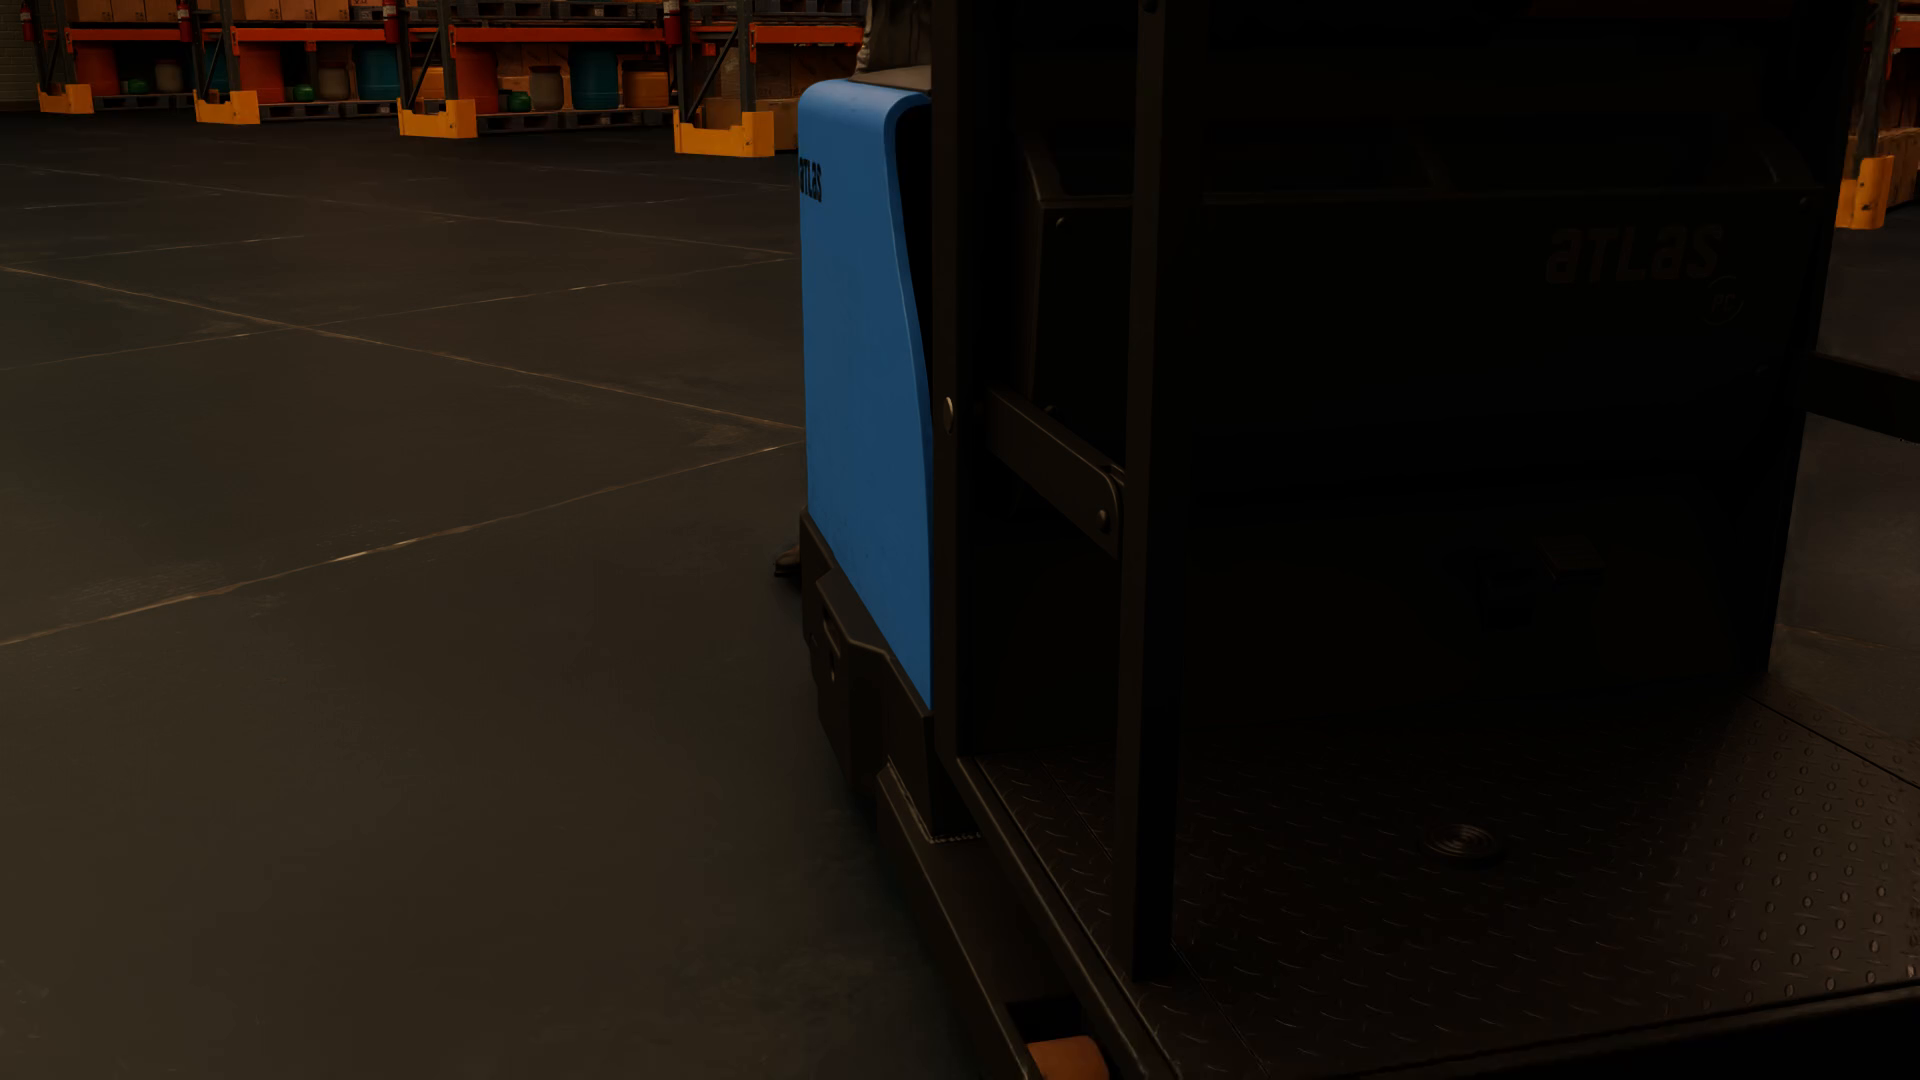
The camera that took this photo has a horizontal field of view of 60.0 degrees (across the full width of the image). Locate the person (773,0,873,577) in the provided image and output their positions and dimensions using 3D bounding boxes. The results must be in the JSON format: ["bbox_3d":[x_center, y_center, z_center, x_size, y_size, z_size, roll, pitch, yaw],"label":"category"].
[{"bbox_3d":[-0.044,-0.737,3.452,0.692,1.712,0.602,11,20,32],"label":"person"}]

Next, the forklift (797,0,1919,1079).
[{"bbox_3d":[0.570,-0.793,1.509,1.130,2.935,3.031,-4,17,-14],"label":"forklift"}]
